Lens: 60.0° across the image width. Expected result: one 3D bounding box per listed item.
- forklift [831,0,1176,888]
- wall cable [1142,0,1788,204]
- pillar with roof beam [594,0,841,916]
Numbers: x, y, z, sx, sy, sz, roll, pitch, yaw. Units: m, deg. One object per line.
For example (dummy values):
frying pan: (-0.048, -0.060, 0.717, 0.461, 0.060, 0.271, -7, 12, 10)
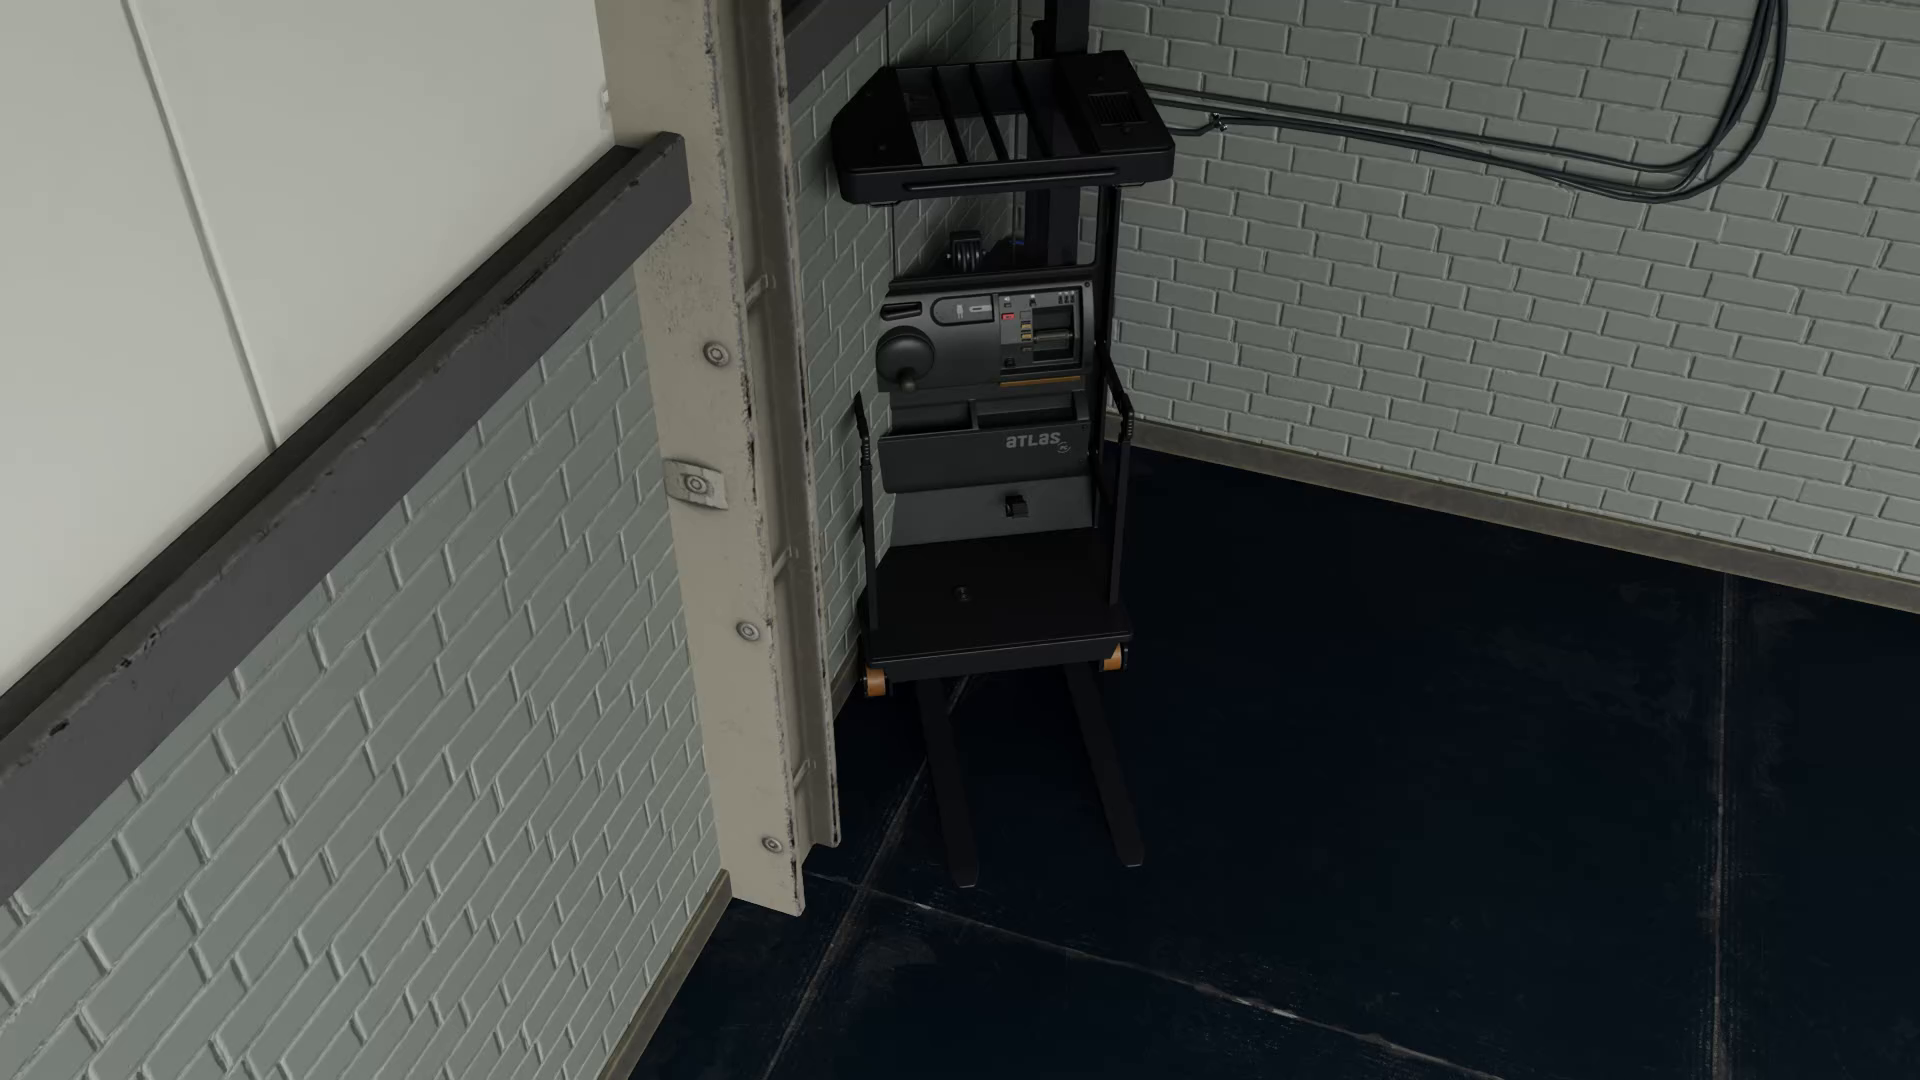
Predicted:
forklift: (0.095, -0.714, 6.282, 1.130, 2.935, 3.031, -6, 41, -7)
wall cable: (1.586, -2.521, 6.118, 3.097, 2.526, 0.112, 13, 42, 15)
pillar with roof beam: (3.381, -1.243, 2.228, 9.100, 9.000, 0.400, 13, 42, 15)
